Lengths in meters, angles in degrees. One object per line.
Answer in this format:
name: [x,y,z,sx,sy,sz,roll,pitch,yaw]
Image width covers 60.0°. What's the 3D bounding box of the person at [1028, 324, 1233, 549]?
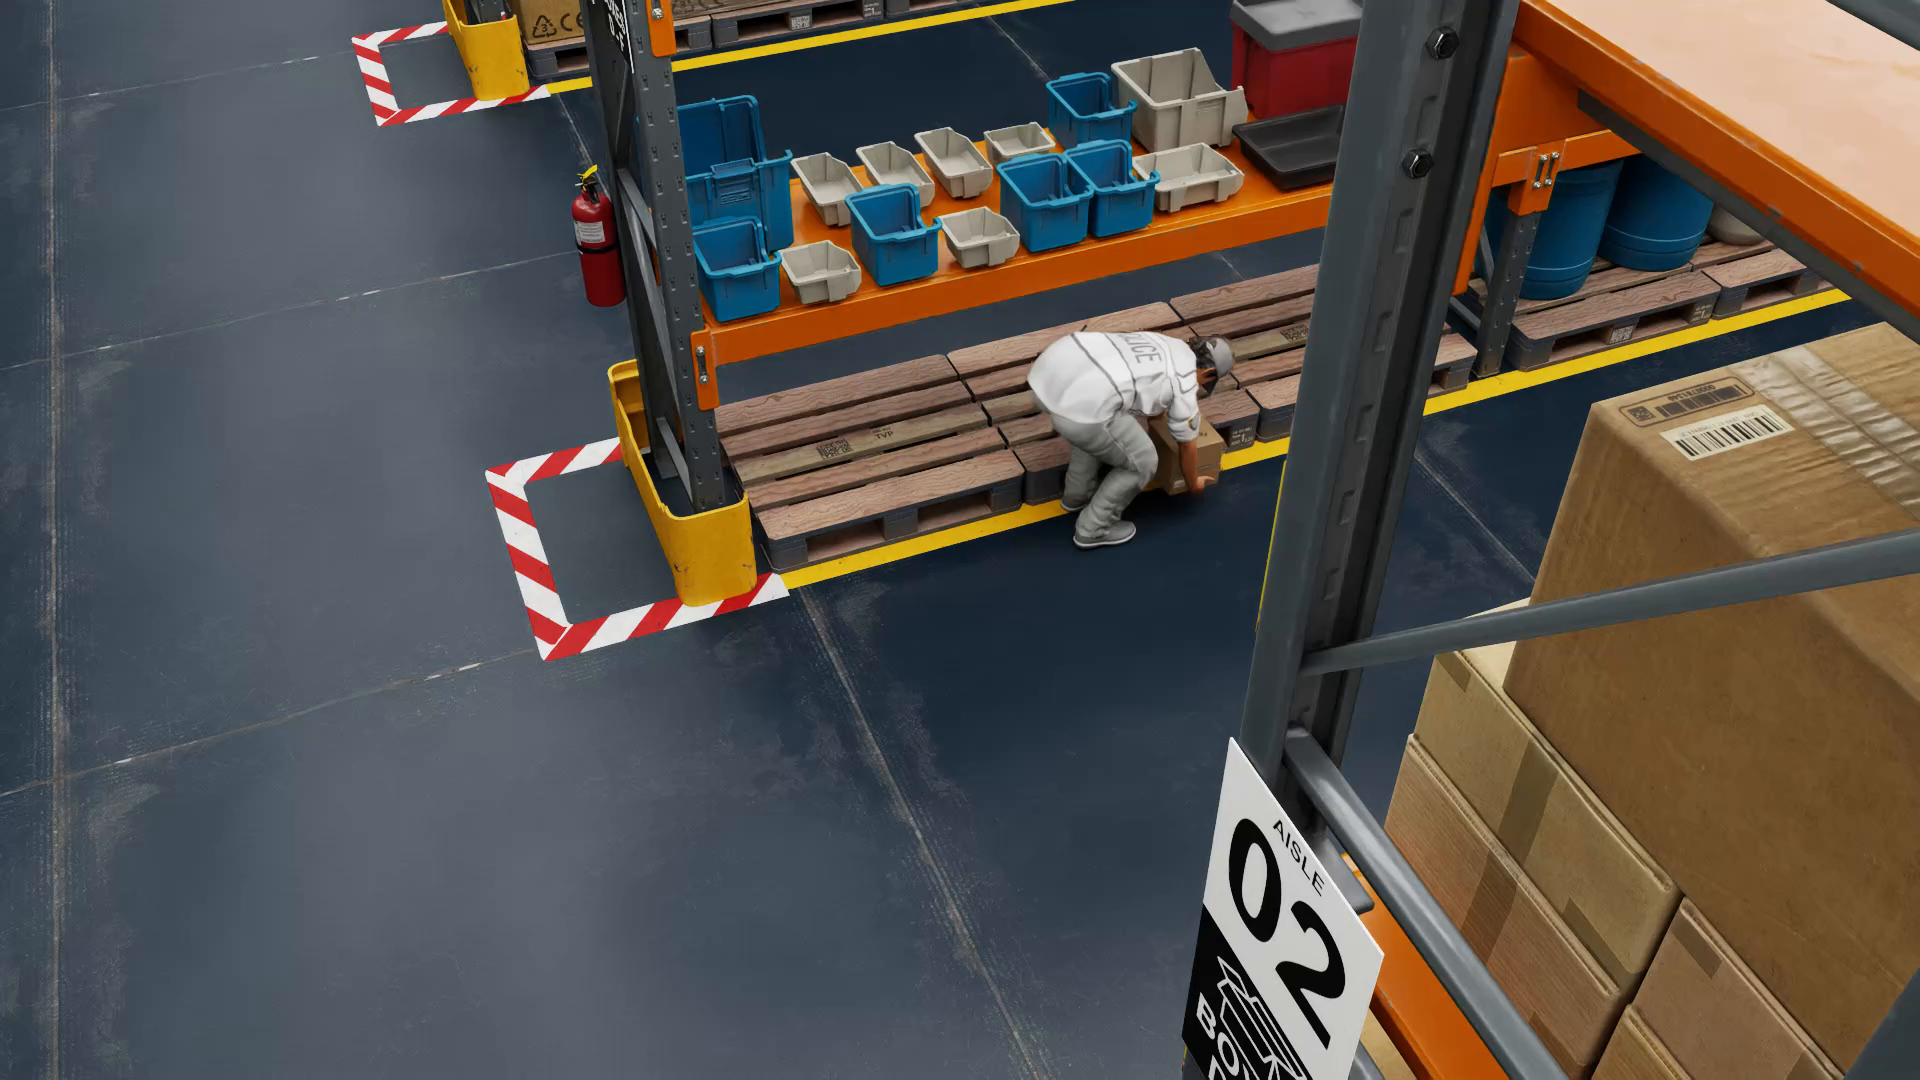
person: [0.755,-0.501,7.295,0.945,0.990,0.490,-18,45,-19]
